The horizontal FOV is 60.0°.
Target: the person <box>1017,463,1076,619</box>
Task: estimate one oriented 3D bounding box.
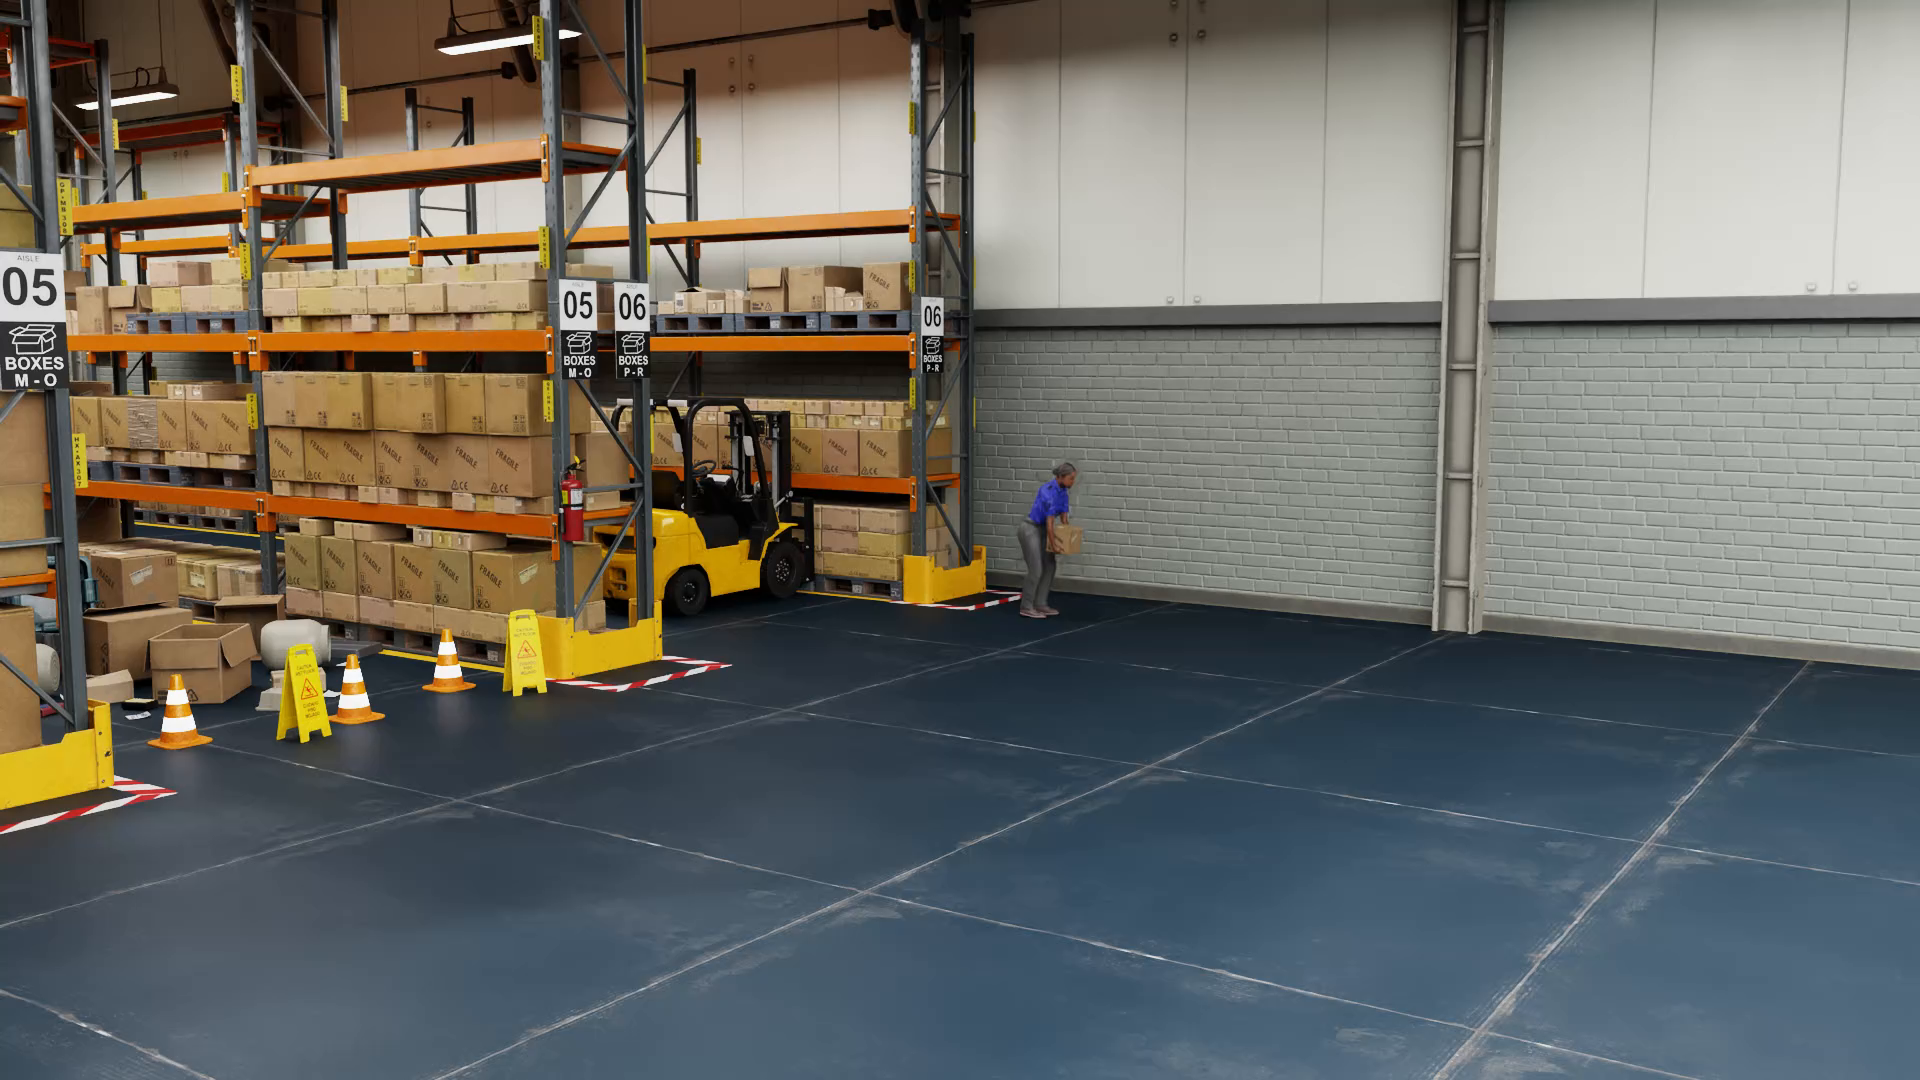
[{"bbox_3d":[0.879,0.000,16.554,0.595,1.551,0.409,4,8,32],"label":"person"}]
